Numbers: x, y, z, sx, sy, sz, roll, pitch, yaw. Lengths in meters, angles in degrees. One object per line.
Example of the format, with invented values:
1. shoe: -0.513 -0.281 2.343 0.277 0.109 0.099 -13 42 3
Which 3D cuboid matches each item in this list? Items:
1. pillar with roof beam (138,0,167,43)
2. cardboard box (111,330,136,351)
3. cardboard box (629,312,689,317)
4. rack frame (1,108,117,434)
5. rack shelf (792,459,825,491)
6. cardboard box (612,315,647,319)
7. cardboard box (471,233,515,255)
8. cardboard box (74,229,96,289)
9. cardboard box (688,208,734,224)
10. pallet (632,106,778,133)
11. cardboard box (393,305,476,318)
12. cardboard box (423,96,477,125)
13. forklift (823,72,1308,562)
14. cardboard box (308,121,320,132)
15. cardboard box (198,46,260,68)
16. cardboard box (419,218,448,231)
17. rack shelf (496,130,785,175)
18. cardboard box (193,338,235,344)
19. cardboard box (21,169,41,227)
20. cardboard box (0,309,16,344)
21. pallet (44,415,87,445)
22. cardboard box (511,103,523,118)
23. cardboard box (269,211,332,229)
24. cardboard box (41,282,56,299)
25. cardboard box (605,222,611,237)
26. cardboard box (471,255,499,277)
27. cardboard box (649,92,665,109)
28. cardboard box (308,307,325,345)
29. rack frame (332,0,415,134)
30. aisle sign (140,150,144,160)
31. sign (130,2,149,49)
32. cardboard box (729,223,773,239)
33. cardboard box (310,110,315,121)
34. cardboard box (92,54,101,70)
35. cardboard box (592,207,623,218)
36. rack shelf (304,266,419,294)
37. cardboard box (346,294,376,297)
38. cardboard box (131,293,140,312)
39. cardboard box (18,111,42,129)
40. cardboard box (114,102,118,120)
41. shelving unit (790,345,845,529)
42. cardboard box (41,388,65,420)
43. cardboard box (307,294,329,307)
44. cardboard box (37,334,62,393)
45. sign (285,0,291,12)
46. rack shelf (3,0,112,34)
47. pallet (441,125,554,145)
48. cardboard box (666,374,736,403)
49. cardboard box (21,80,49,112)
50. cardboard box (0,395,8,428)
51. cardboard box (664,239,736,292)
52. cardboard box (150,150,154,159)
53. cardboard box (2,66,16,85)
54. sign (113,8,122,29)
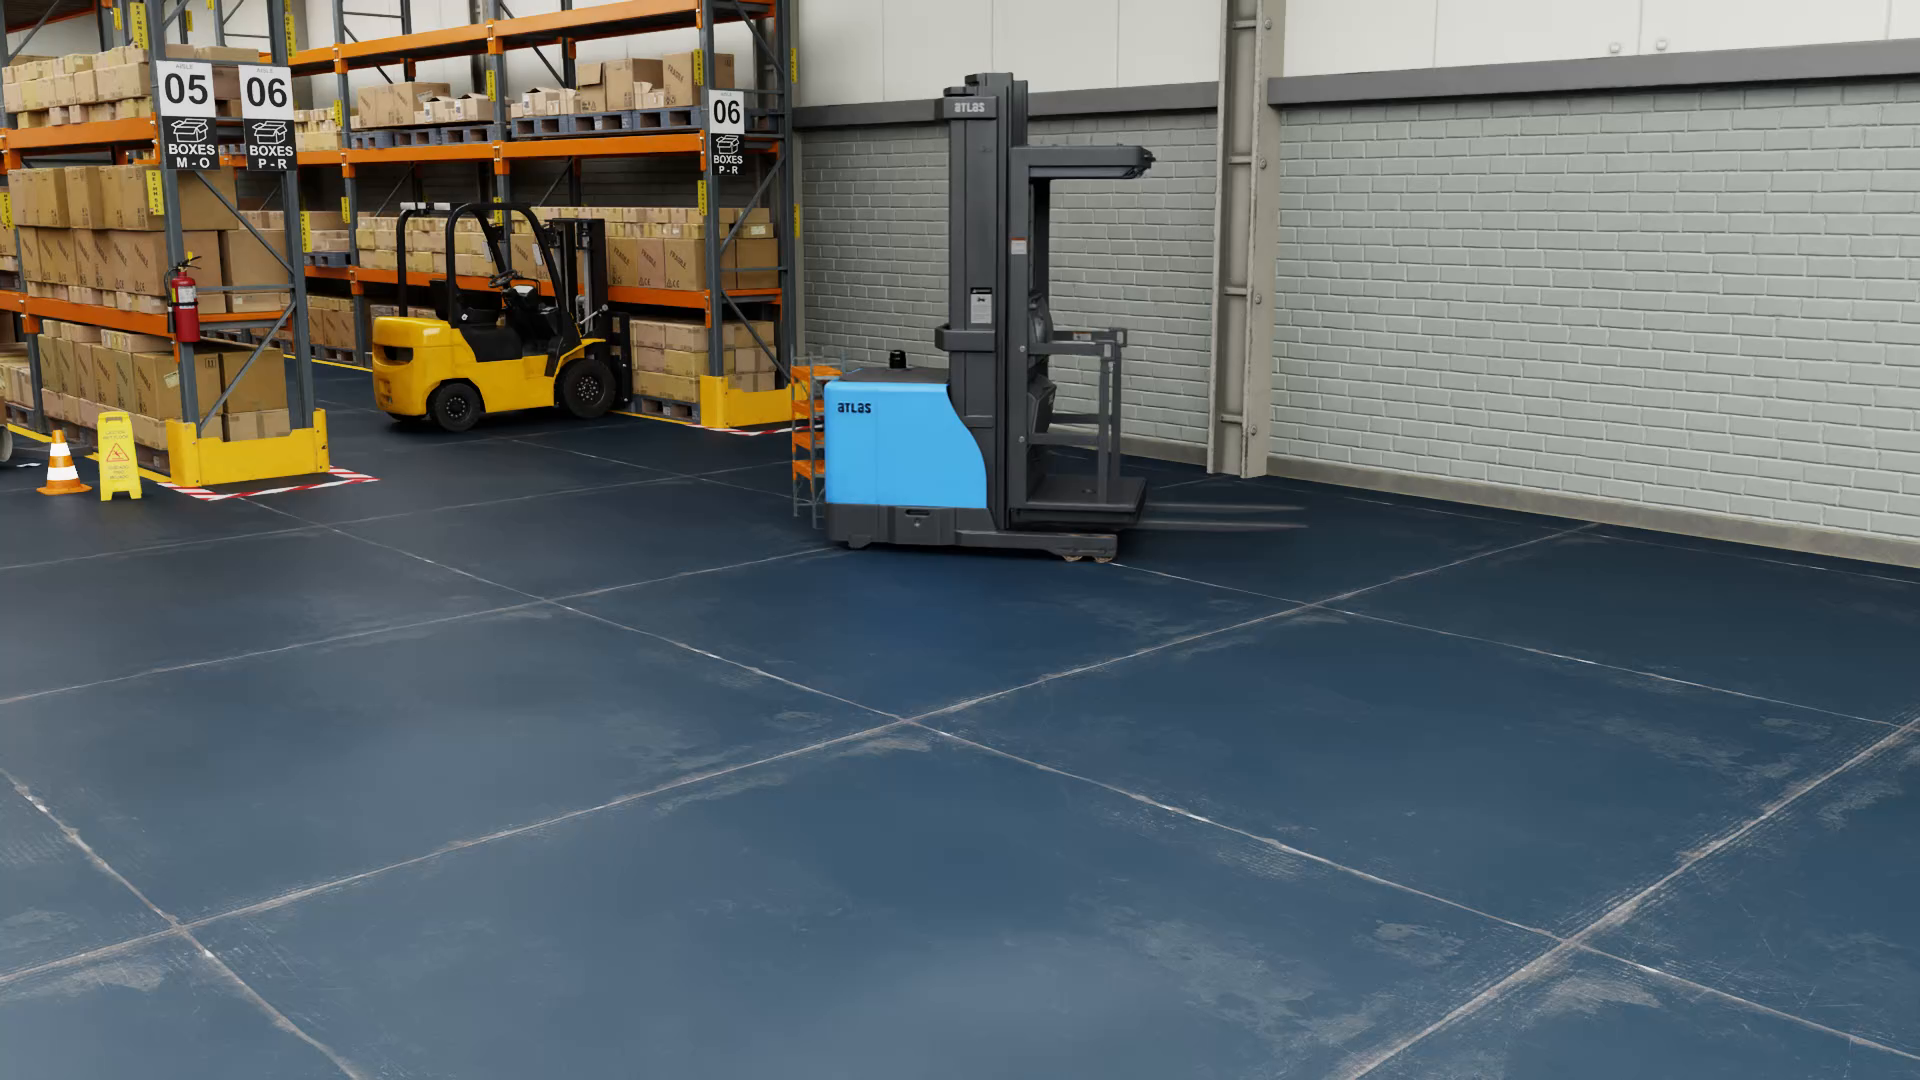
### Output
1. pillar with roof beam: -17.428 -7.853 26.725 9.100 9.000 0.400 -11 16 -43
2. cardboard box: -6.858 -1.674 13.909 0.380 0.149 0.250 -11 16 -42
3. cardboard box: -3.285 -2.328 18.072 0.500 0.250 0.500 -11 16 -44
4. rack frame: -8.405 -2.552 15.862 1.000 3.000 0.127 -11 16 -43
5. rack shelf: -0.970 -0.455 11.463 0.258 0.148 0.480 -4 12 -20
6. cardboard box: -3.656 -2.253 17.711 0.500 0.250 0.500 -11 16 -44
7. cardboard box: -5.342 -3.451 19.362 0.500 0.250 0.500 -11 16 -44
8. cardboard box: -7.239 -2.427 14.273 0.500 0.500 0.500 -11 16 -42
9. cardboard box: -2.455 -3.195 16.395 0.380 0.149 0.250 -11 16 -42
10. pallet: -2.525 -4.193 16.614 1.003 0.211 1.213 -11 16 -43
11. cardboard box: -6.702 -2.683 21.345 0.875 0.625 0.625 -10 15 -41
12. cardboard box: -6.024 -5.108 19.768 0.500 0.311 0.500 11 16 43
13. forklift: 0.696 -1.414 10.513 3.031 2.935 1.130 2 12 10
14. cardboard box: -8.530 -5.549 22.363 0.380 0.149 0.250 -11 16 -43
15. cardboard box: -5.741 -3.785 13.061 0.380 0.149 0.250 -11 16 -43
16. cardboard box: -6.357 -3.840 20.259 0.250 0.149 0.380 11 16 44
17. rack shelf: -3.437 -4.069 17.576 1.077 0.370 4.000 -11 16 -43
18. cardboard box: -6.721 -1.504 14.692 0.500 0.500 0.500 -10 16 -41
19. cardboard box: -7.921 -3.064 14.887 0.700 0.500 0.500 -11 16 -42
20. cardboard box: -11.584 -2.413 19.413 0.875 0.875 0.875 -11 16 -43
21. pallet: -7.916 -1.093 15.692 1.003 0.211 1.213 -11 16 -43
22. cardboard box: -4.727 -4.737 18.369 0.380 0.149 0.250 -10 16 -41
23. cardboard box: -9.270 -4.374 23.420 0.700 0.500 0.500 -11 16 -43
24. cardboard box: -8.208 -2.308 15.304 0.380 0.149 0.250 -10 15 -41
25. cardboard box: -3.508 -3.271 17.499 0.380 0.149 0.250 -11 16 -43
26. cardboard box: -5.355 -3.207 19.418 0.500 0.250 0.500 -10 16 -41
27. cardboard box: -2.847 -4.339 16.441 0.250 0.149 0.380 11 16 44
28. cardboard box: -8.729 -2.991 23.150 0.500 0.500 0.500 -10 15 -40
29. rack frame: -7.580 -6.766 21.451 1.000 3.000 0.127 -11 16 -43
30. aisle sign: -13.364 -6.237 27.310 0.394 0.787 0.004 -11 16 -43
31. sign: -6.058 -3.796 12.276 0.100 0.325 0.005 -11 16 -43
32. cardboard box: -2.102 -3.112 16.729 0.250 0.149 0.380 11 16 44
33. cardboard box: -8.502 -5.701 22.362 0.380 0.149 0.250 -11 16 -43
34. cardboard box: -6.893 -3.913 13.684 0.250 0.149 0.380 11 16 44
35. cardboard box: -3.680 -3.457 17.667 0.380 0.149 0.250 -11 16 -42
36. rack shelf: -8.961 -3.767 23.545 1.077 0.370 4.000 -11 16 -43
37. cardboard box: -8.444 -3.398 23.516 0.380 0.149 0.250 -11 16 -44
38. cardboard box: -6.473 -1.931 13.475 0.380 0.149 0.250 -11 16 -44
39. cardboard box: -8.229 -3.772 14.973 0.380 0.149 0.250 -11 16 -42
40. cardboard box: -6.573 -3.448 13.405 0.380 0.149 0.250 -11 16 -42
41. shelving unit: -0.970 -0.715 11.410 0.258 1.200 0.503 -4 12 -20
42. cardboard box: -8.193 -1.287 15.497 0.500 0.250 0.500 11 16 43
43. cardboard box: -9.000 -3.361 23.337 0.250 0.149 0.380 11 16 42
44. cardboard box: -8.193 -1.654 15.421 0.500 0.500 0.500 -10 15 -40
45. sign: -9.945 -7.963 24.553 0.100 0.325 0.005 -11 16 -43
46. rack shelf: -9.786 -5.233 16.787 1.077 0.370 4.000 -11 16 -43
47. pallet: -5.436 -4.746 19.555 1.217 0.209 0.805 11 16 43
48. cardboard box: -2.608 -1.544 16.743 0.500 0.250 0.500 -11 16 -42
49. cardboard box: -7.936 -3.917 14.689 0.500 0.250 0.500 -11 16 -43
50. cardboard box: -8.649 -0.982 14.435 0.500 0.500 0.500 -1 12 -4
51. cardboard box: -2.585 -2.744 16.550 0.500 0.500 0.500 -11 16 -44
52. cardboard box: -12.853 -6.228 26.894 0.380 0.149 0.250 -11 16 -42
53. cardboard box: -8.424 -4.197 15.061 0.380 0.149 0.250 -11 16 -44
54. sign: -13.497 -8.354 26.648 0.100 0.325 0.005 -11 16 -43
